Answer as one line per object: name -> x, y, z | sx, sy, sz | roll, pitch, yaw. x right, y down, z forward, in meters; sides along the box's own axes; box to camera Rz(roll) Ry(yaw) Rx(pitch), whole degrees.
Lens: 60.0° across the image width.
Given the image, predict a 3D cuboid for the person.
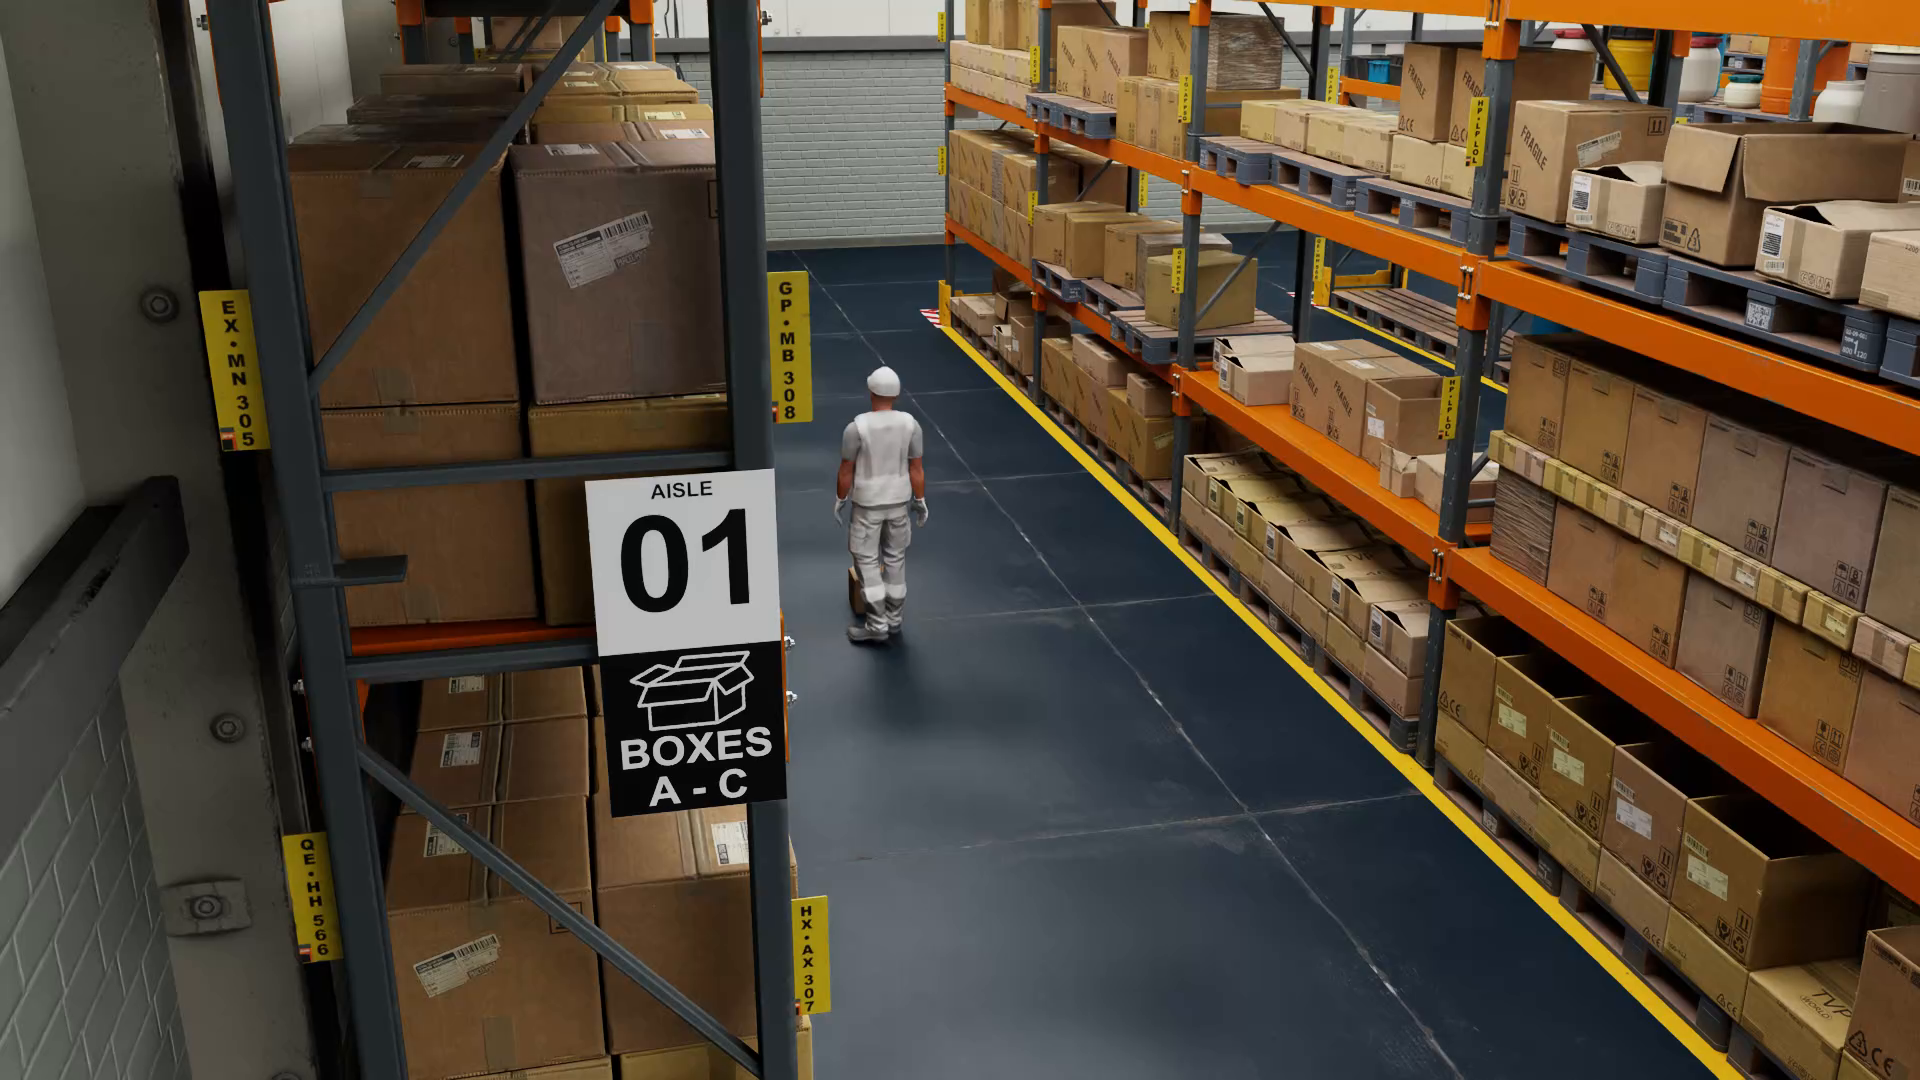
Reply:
person -> -0.508, -0.233, 10.667 | 0.590, 1.792, 0.463 | -7, 21, -19
